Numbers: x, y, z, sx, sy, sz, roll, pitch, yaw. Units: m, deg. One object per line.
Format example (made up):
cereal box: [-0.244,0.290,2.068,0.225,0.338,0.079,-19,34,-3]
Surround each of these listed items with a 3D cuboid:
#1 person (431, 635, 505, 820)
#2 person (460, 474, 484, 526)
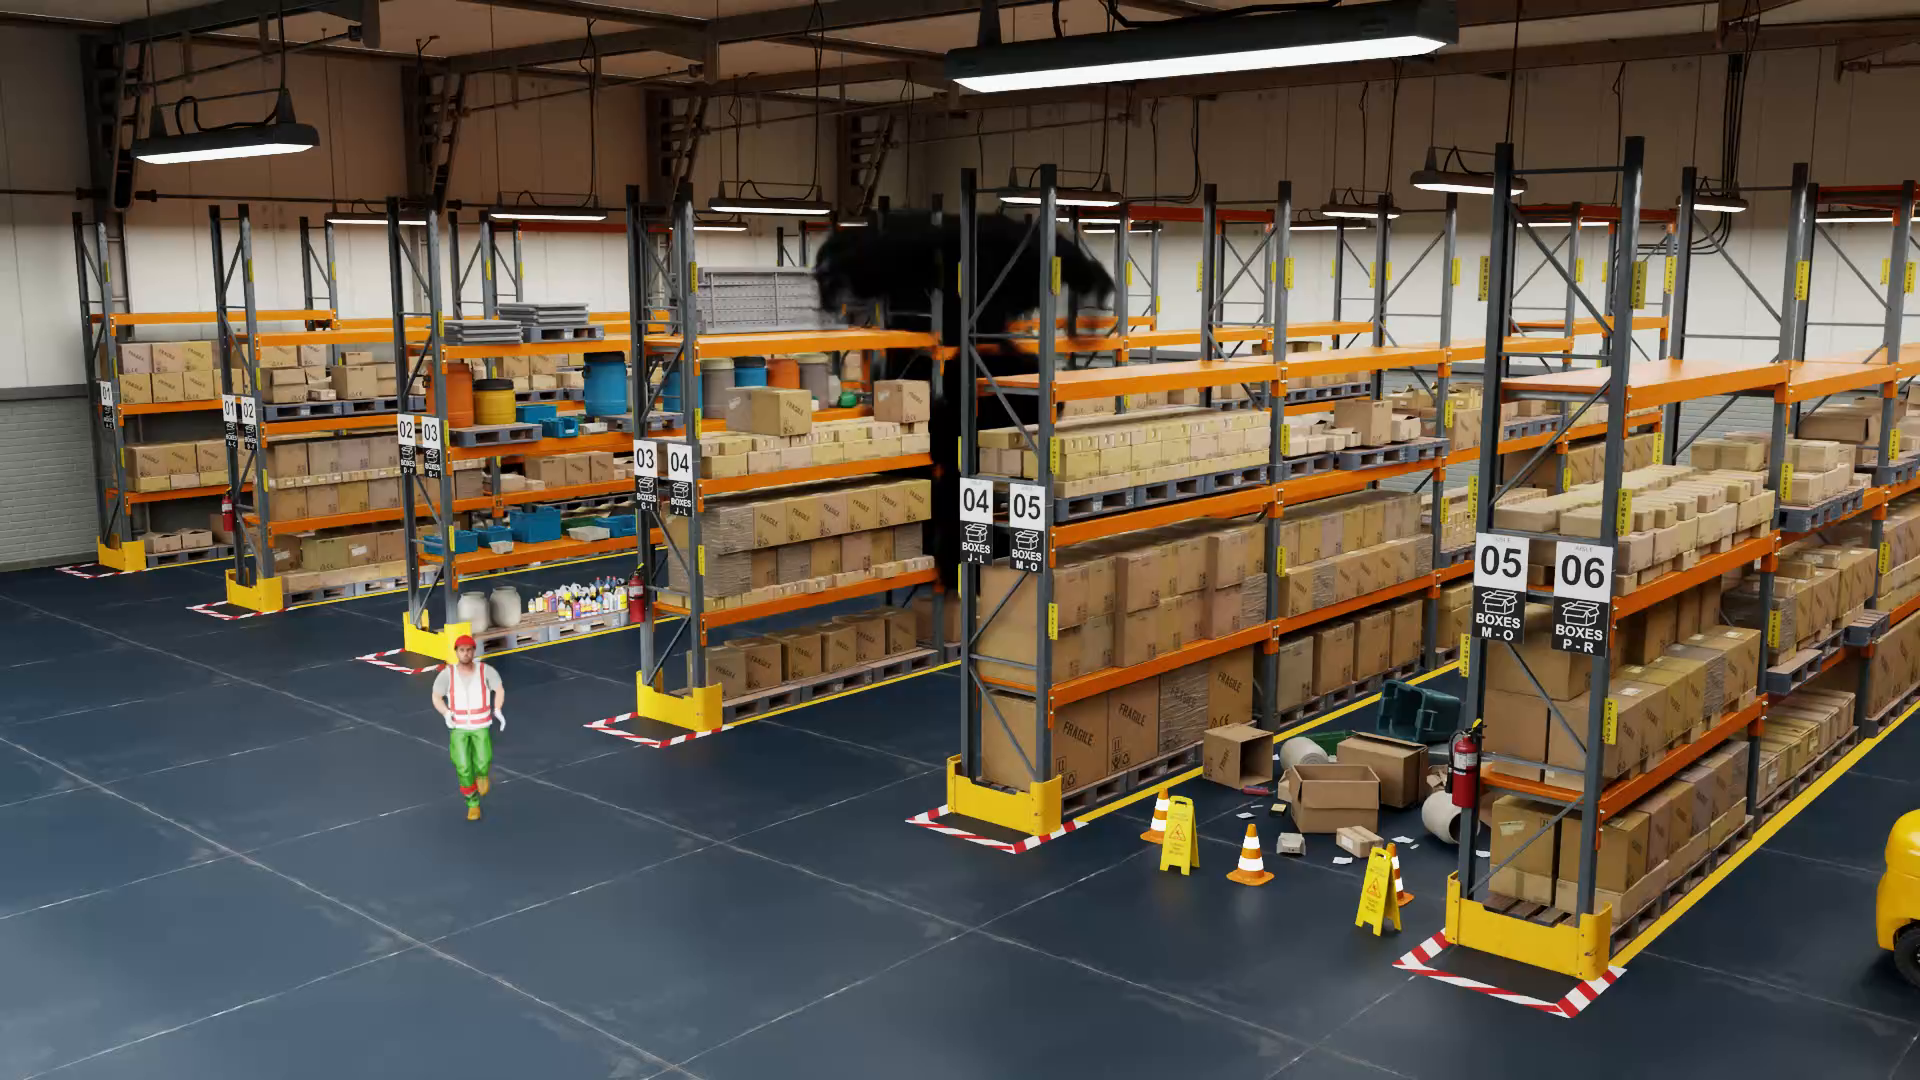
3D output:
person: [-4.604,1.743,15.607,0.657,1.741,0.600,-3,10,-16]
person: [-9.051,-0.751,30.629,0.580,1.695,0.904,5,11,26]
